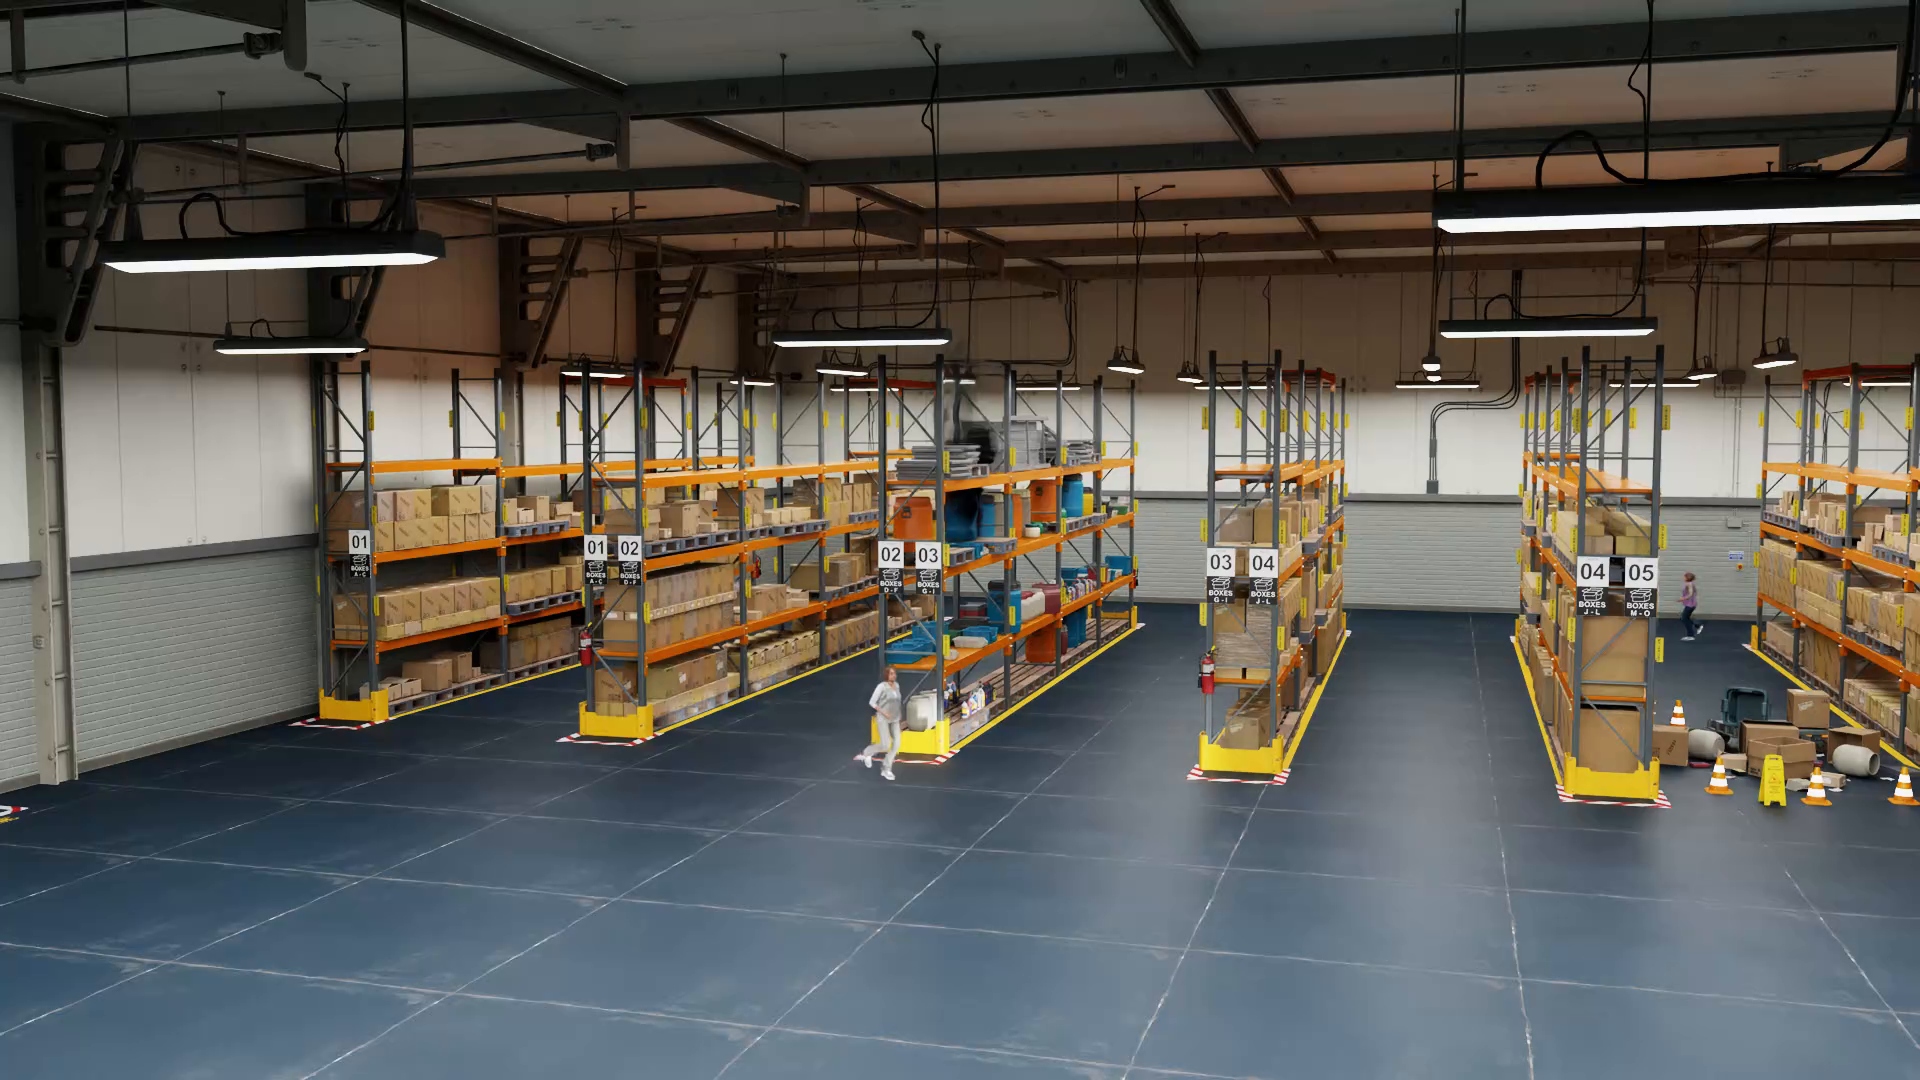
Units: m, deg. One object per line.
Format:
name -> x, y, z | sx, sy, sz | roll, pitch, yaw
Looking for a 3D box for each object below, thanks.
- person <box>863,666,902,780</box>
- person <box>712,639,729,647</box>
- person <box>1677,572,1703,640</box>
person -> -1.053, 2.564, 23.486 | 0.561, 1.556, 0.616 | -4, 6, -42
person -> -5.356, 1.552, 37.164 | 0.618, 1.618, 0.742 | 1, 4, 16
person -> 16.678, 1.522, 37.978 | 0.575, 1.569, 0.529 | 2, 5, 26
